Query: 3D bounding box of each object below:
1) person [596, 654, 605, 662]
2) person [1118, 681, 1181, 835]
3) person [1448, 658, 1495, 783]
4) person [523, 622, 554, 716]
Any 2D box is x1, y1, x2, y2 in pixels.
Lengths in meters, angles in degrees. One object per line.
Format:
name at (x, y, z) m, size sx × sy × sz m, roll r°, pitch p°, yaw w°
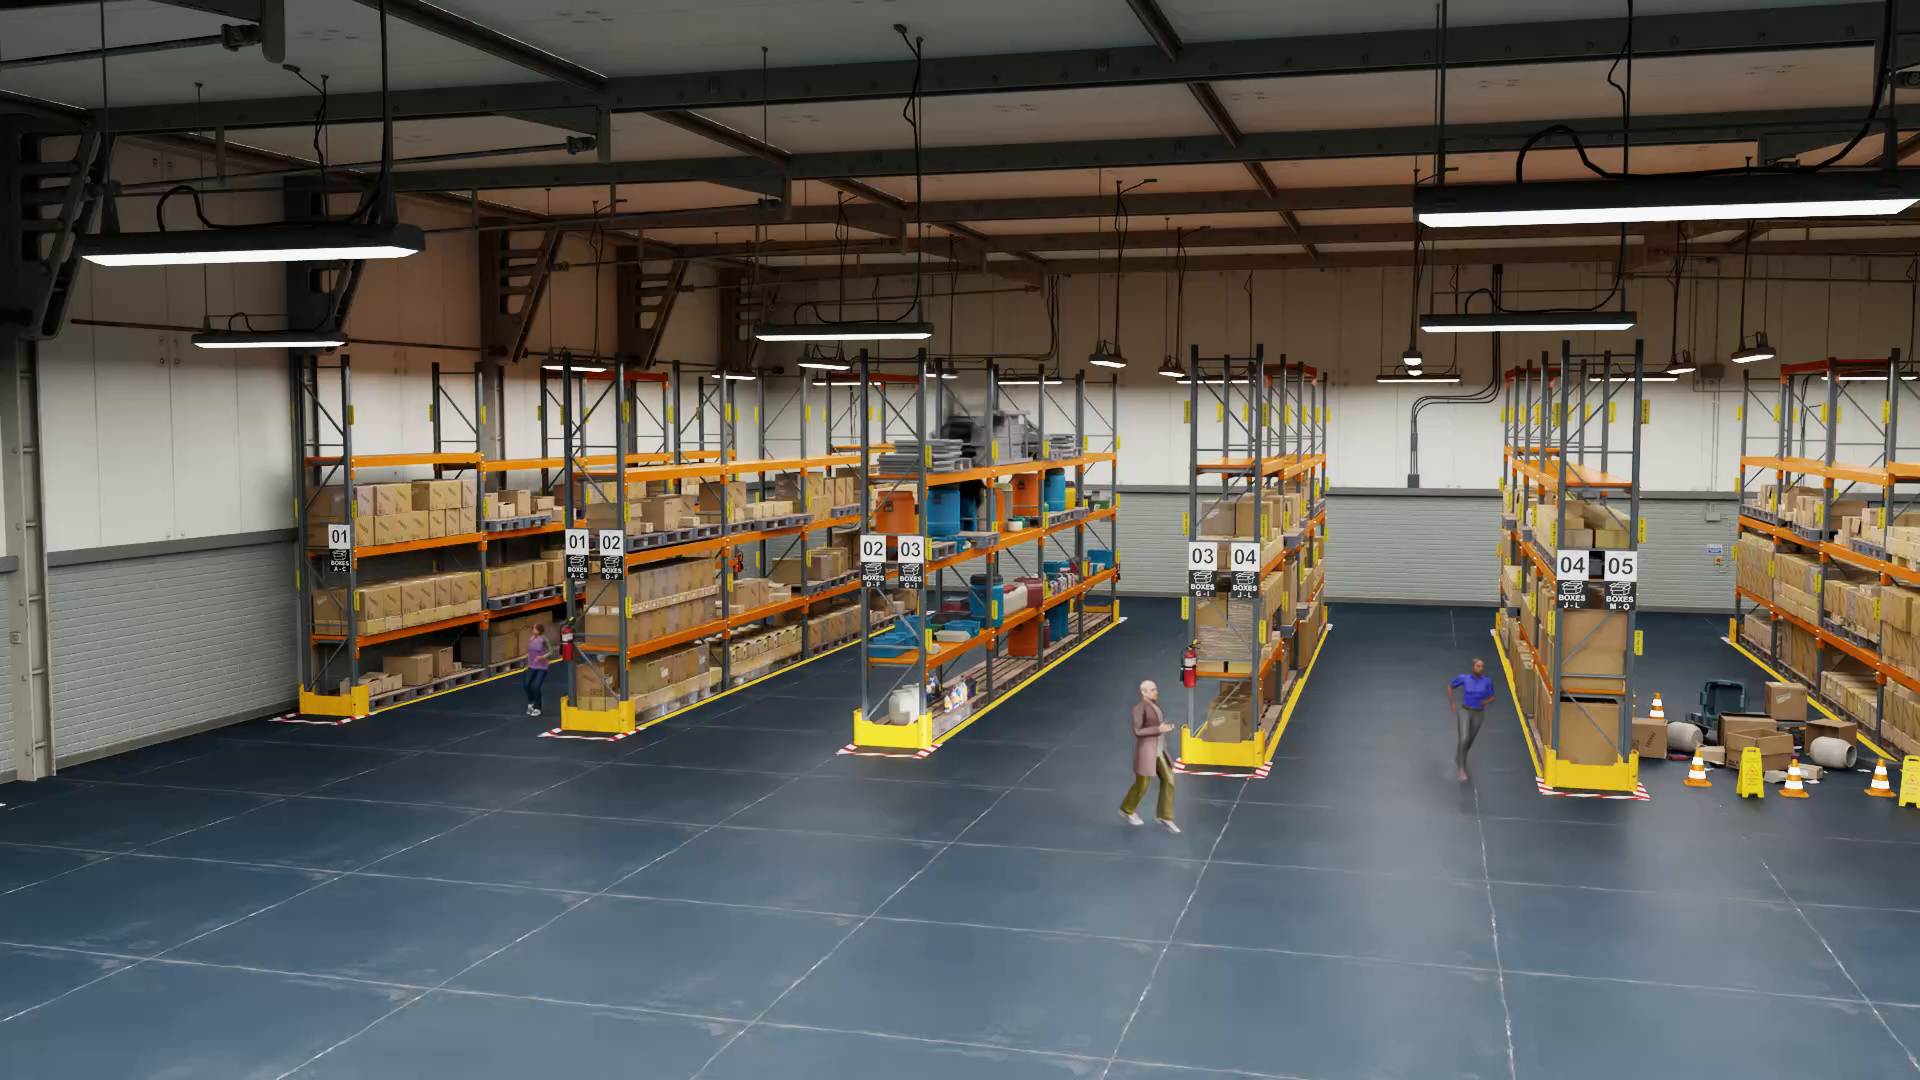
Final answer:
person at (-6.703, 1.757, 31.632) m, size 0.720 × 1.746 × 0.912 m, roll 1°, pitch 4°, yaw 11°
person at (2.273, 2.601, 20.022) m, size 0.831 × 1.831 × 0.685 m, roll 4°, pitch 6°, yaw 44°
person at (7.109, 2.460, 23.076) m, size 0.600 × 1.673 × 0.850 m, roll 0°, pitch 4°, yaw -2°
person at (-7.064, 2.151, 27.720) m, size 0.531 × 1.551 × 0.515 m, roll 2°, pitch 5°, yaw 20°
